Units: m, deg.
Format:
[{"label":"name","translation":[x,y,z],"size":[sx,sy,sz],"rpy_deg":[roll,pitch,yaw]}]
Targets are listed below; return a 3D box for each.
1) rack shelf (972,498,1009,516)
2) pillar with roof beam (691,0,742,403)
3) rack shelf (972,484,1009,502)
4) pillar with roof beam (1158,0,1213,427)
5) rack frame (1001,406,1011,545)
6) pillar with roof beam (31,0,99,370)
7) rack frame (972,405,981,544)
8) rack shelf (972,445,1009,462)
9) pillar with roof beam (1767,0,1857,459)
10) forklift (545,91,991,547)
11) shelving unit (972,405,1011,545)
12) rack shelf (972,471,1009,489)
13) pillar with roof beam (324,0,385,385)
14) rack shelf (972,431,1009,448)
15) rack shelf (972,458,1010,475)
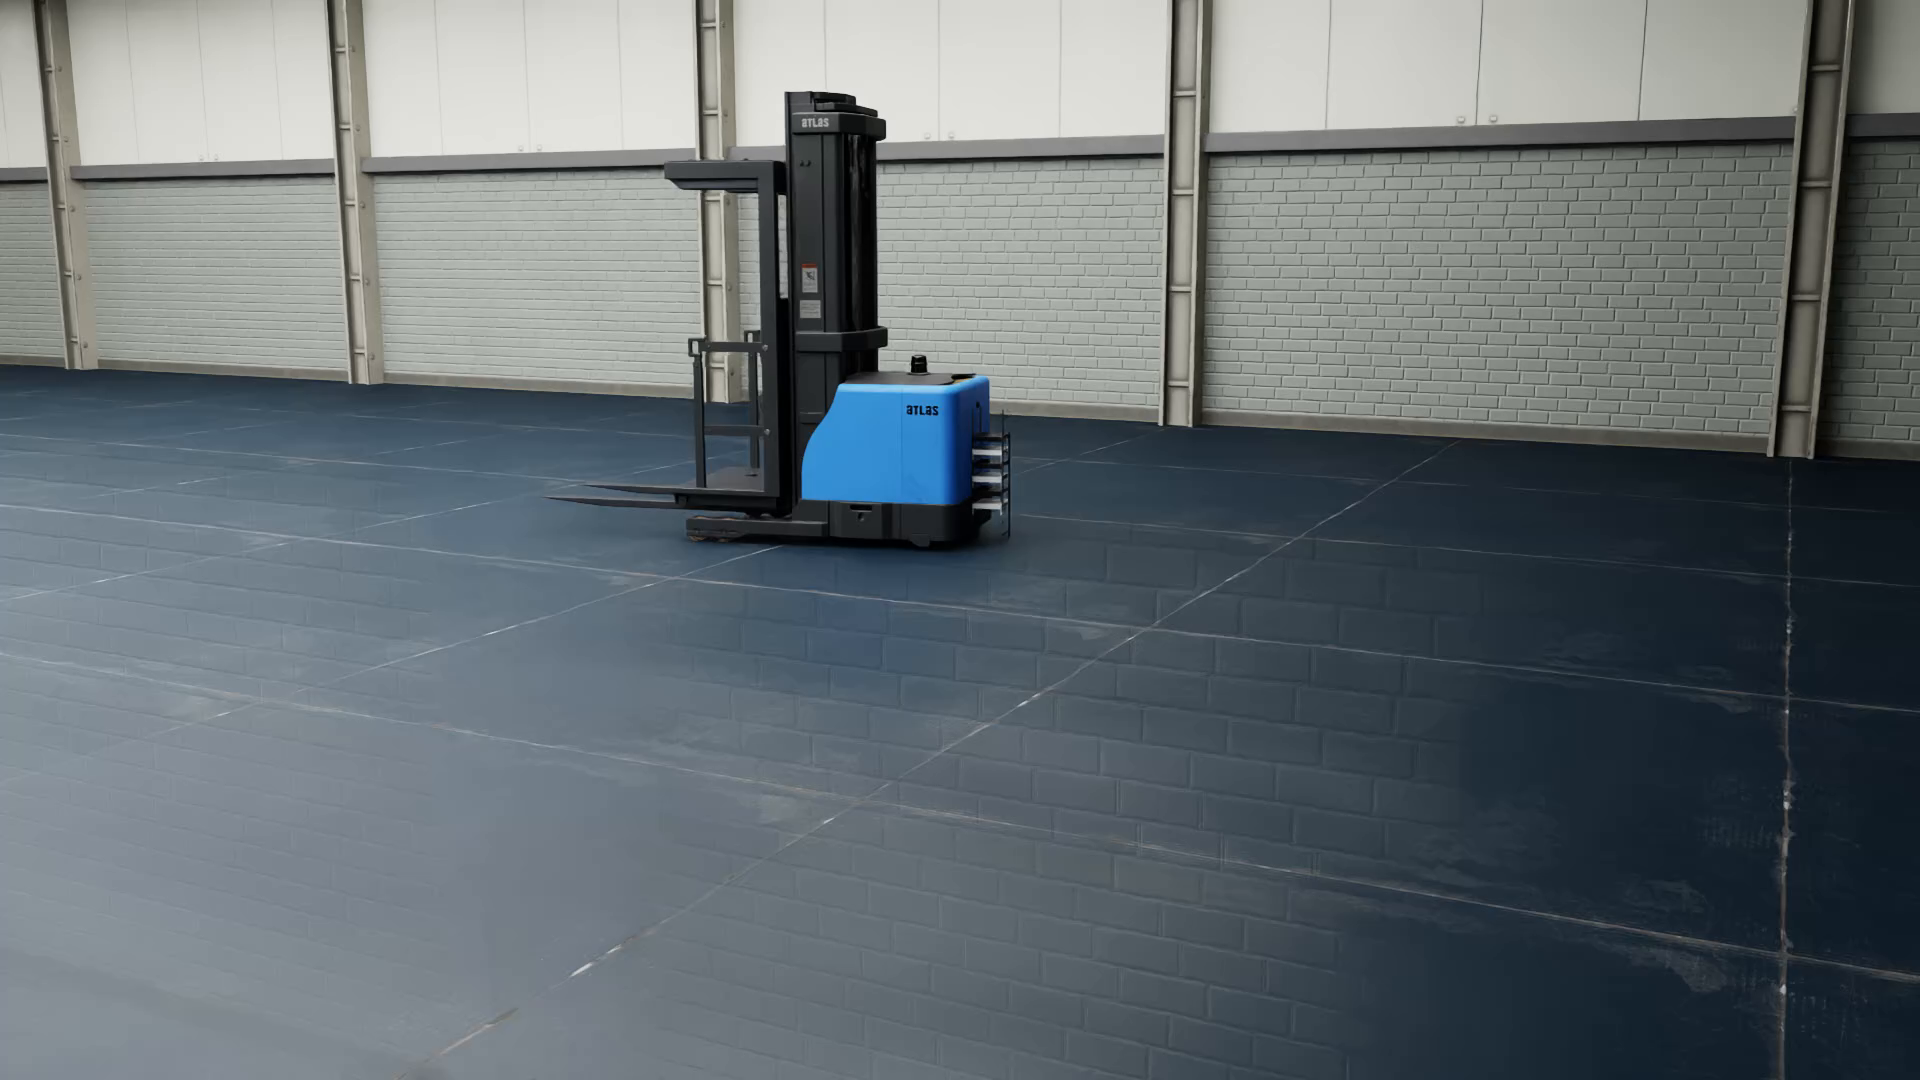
[{"label":"rack shelf","translation":[0.209,-0.226,11.148],"size":[0.200,0.077,0.258],"rpy_deg":[3,11,14]},{"label":"pillar with roof beam","translation":[-4.878,-5.476,16.217],"size":[0.400,9.000,9.100],"rpy_deg":[5,11,26]},{"label":"rack shelf","translation":[0.209,-0.314,11.132],"size":[0.200,0.077,0.258],"rpy_deg":[3,11,14]},{"label":"pillar with roof beam","translation":[0.503,-5.003,13.604],"size":[0.400,9.000,9.100],"rpy_deg":[5,11,26]},{"label":"rack frame","translation":[0.307,-0.431,11.085],"size":[0.006,0.900,0.240],"rpy_deg":[3,11,14]},{"label":"pillar with roof beam","translation":[-15.639,-6.421,21.442],"size":[0.400,9.000,9.100],"rpy_deg":[5,11,26]},{"label":"rack frame","translation":[0.110,-0.440,11.134],"size":[0.006,0.900,0.240],"rpy_deg":[3,11,14]},{"label":"rack shelf","translation":[0.209,-0.580,11.084],"size":[0.200,0.077,0.258],"rpy_deg":[3,11,14]},{"label":"pillar with roof beam","translation":[5.883,-4.530,10.992],"size":[0.400,9.000,9.100],"rpy_deg":[5,11,26]},{"label":"forklift","translation":[-1.356,-1.514,11.365],"size":[3.031,2.935,1.130],"rpy_deg":[3,11,14]},{"label":"shelving unit","translation":[0.209,-0.435,11.110],"size":[0.210,0.900,0.258],"rpy_deg":[3,11,14]},{"label":"rack shelf","translation":[0.209,-0.403,11.116],"size":[0.200,0.077,0.258],"rpy_deg":[3,11,14]},{"label":"pillar with roof beam","translation":[-10.259,-5.948,18.829],"size":[0.400,9.000,9.100],"rpy_deg":[5,11,26]},{"label":"rack shelf","translation":[0.209,-0.668,11.067],"size":[0.200,0.077,0.258],"rpy_deg":[3,11,14]},{"label":"rack shelf","translation":[0.209,-0.491,11.100],"size":[0.200,0.077,0.258],"rpy_deg":[3,11,14]}]
